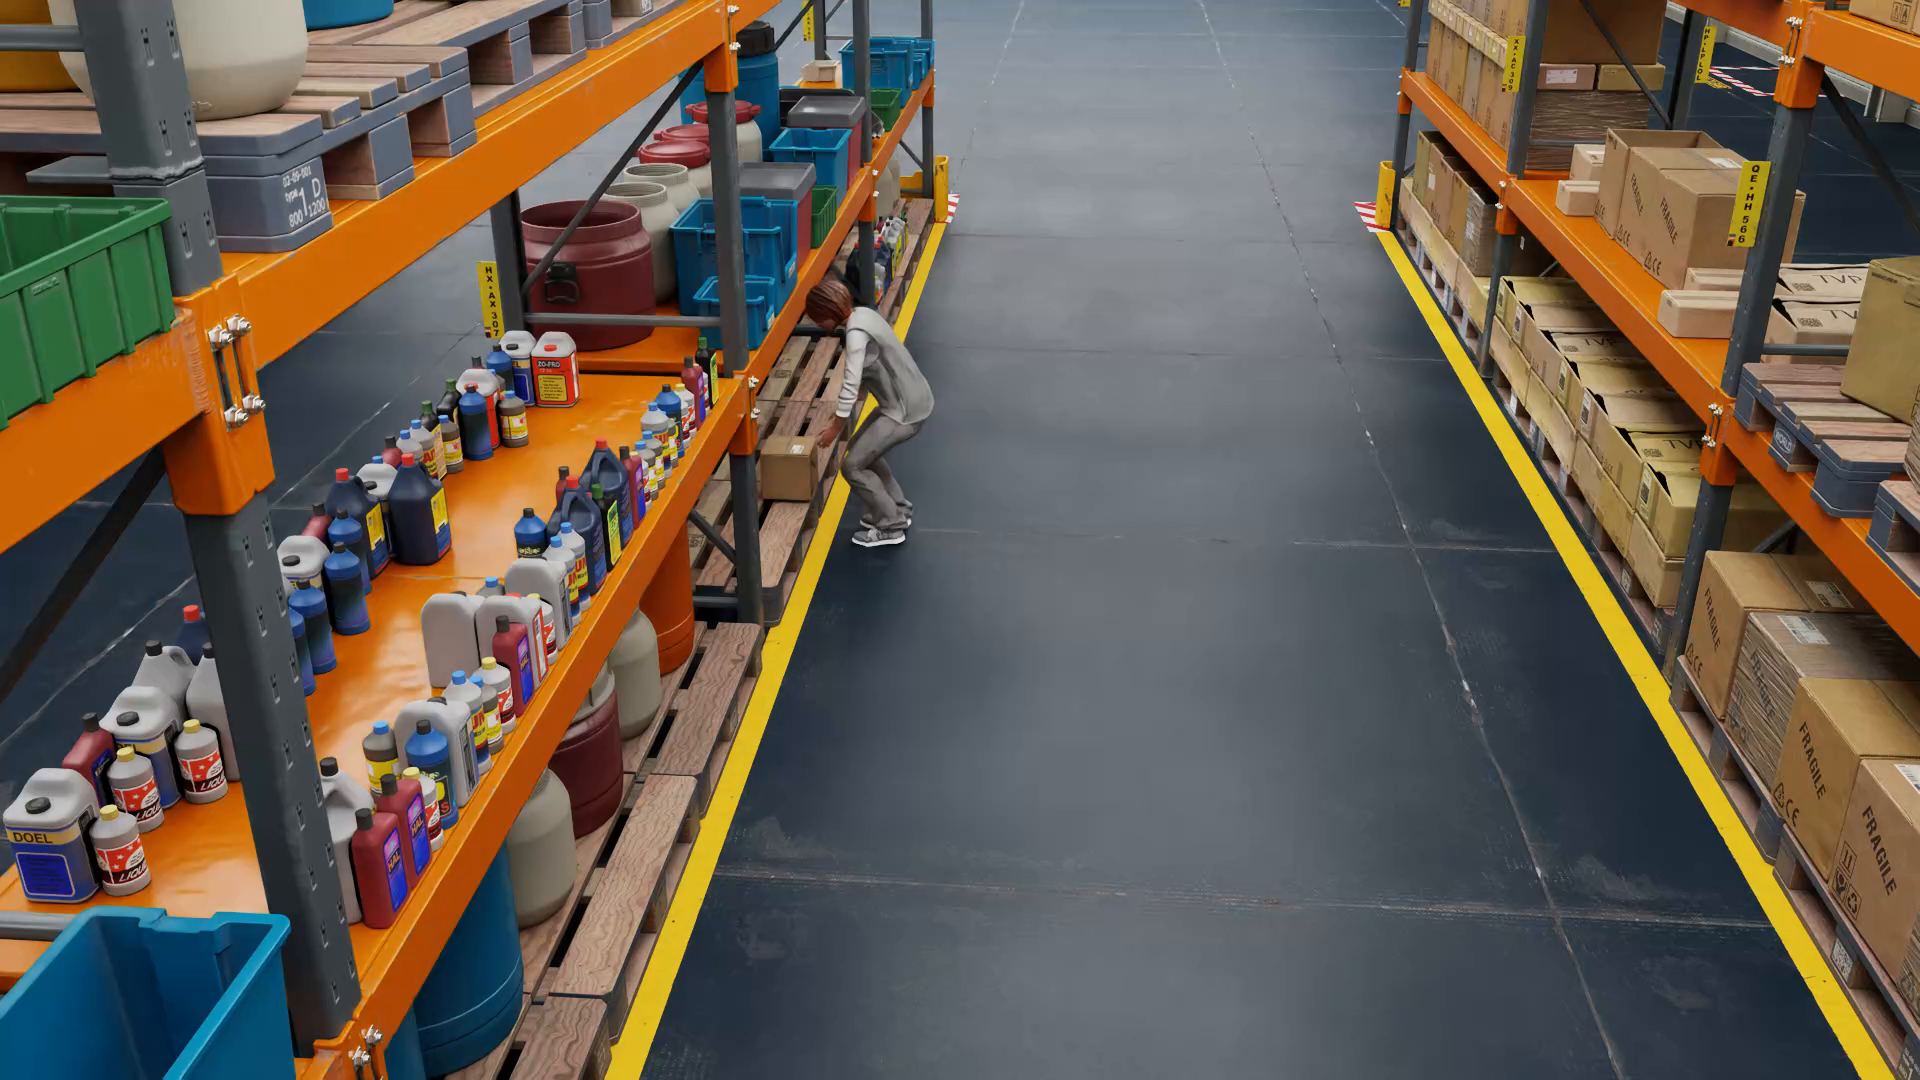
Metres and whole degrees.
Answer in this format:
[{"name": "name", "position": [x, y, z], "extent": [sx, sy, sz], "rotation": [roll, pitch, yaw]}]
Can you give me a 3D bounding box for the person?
[{"name": "person", "position": [-0.439, -0.624, 8.266], "extent": [0.620, 1.351, 0.461], "rotation": [2, 25, 4]}]
